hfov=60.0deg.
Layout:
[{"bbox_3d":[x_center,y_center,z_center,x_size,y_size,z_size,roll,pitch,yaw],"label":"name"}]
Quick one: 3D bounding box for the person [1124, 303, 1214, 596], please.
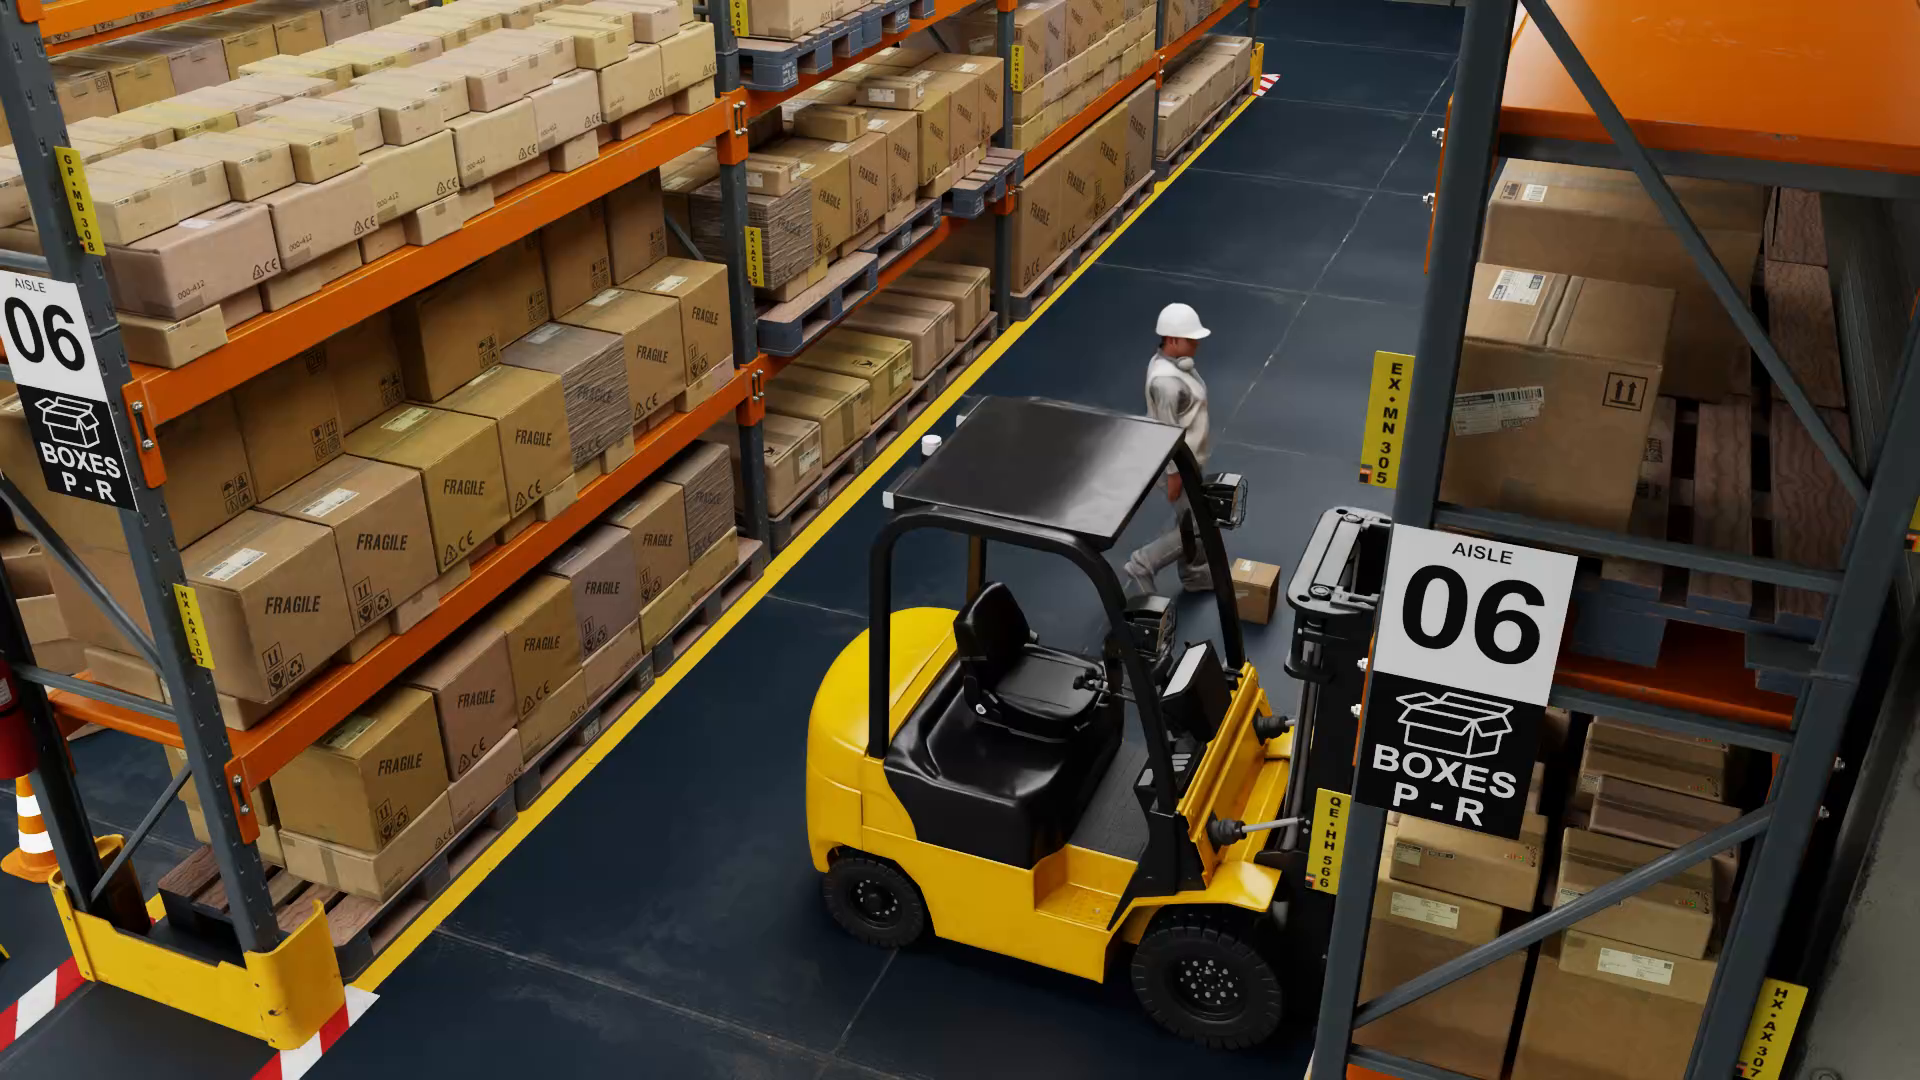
[{"bbox_3d":[1.267,-0.463,9.197,0.647,1.762,0.577,3,30,6],"label":"person"}]
